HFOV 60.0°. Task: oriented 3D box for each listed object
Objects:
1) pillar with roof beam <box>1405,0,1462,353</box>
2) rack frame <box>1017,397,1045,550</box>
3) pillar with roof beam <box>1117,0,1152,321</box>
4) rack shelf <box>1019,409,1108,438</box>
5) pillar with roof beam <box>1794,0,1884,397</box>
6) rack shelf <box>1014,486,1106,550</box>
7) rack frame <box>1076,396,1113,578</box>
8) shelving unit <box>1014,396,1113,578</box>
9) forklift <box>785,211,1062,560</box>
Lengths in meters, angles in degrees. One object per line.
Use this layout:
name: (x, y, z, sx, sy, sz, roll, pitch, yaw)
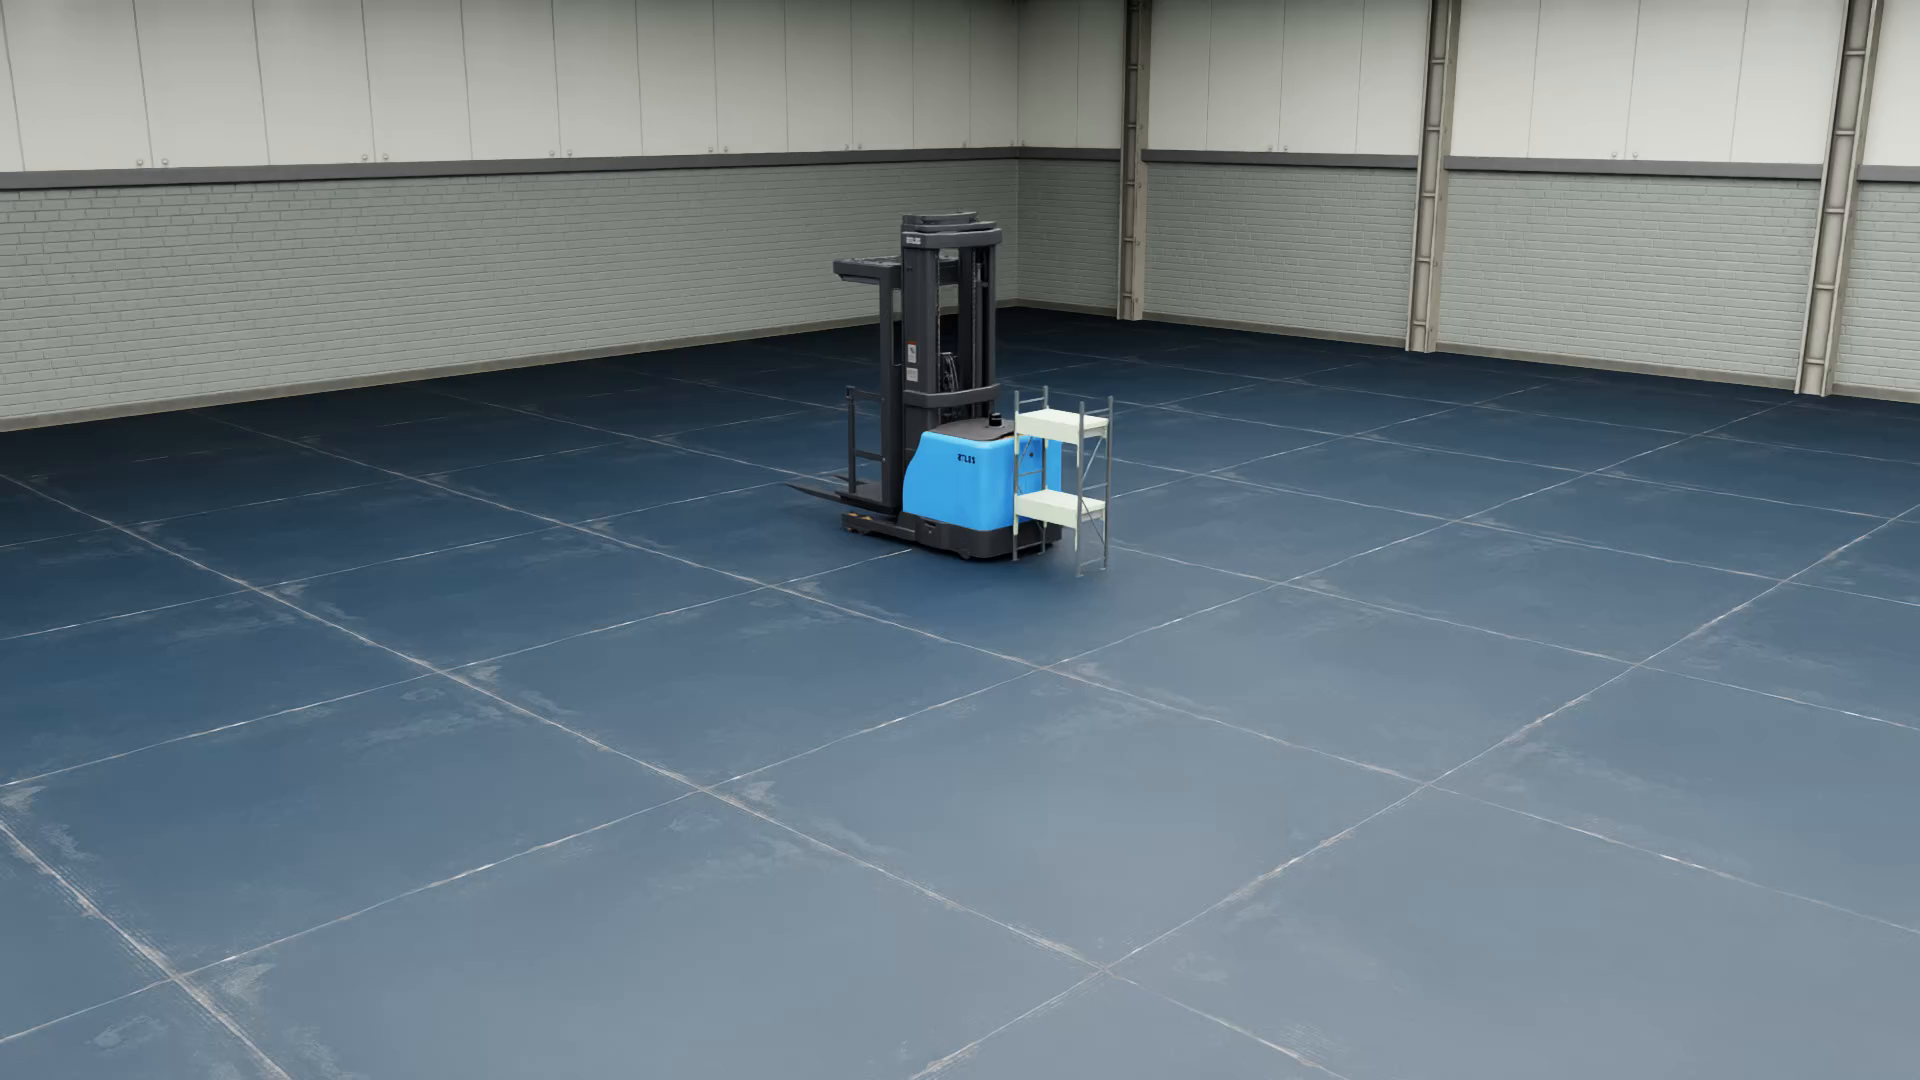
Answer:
pillar with roof beam: (4.509, -6.652, 22.932, 0.400, 9.000, 9.100, 14, 20, 42)
rack frame: (0.609, -0.577, 14.473, 0.010, 1.308, 0.380, 14, 20, 43)
pillar with roof beam: (0.190, -7.702, 26.962, 0.400, 9.000, 9.100, 14, 20, 42)
rack shelf: (0.871, -0.982, 14.100, 0.686, 0.124, 0.368, 14, 20, 43)
pillar with roof beam: (8.828, -5.602, 18.902, 0.400, 9.000, 9.100, 14, 20, 42)
rack shelf: (0.868, -0.195, 14.308, 0.720, 0.370, 0.431, 14, 20, 43)
rack frame: (1.129, -0.443, 13.975, 0.023, 1.500, 0.400, 14, 20, 43)
shelving unit: (0.872, -0.509, 14.222, 0.748, 1.500, 0.431, 14, 20, 43)
forklift: (-0.460, -1.549, 15.383, 1.130, 2.935, 3.031, -14, 20, -42)
